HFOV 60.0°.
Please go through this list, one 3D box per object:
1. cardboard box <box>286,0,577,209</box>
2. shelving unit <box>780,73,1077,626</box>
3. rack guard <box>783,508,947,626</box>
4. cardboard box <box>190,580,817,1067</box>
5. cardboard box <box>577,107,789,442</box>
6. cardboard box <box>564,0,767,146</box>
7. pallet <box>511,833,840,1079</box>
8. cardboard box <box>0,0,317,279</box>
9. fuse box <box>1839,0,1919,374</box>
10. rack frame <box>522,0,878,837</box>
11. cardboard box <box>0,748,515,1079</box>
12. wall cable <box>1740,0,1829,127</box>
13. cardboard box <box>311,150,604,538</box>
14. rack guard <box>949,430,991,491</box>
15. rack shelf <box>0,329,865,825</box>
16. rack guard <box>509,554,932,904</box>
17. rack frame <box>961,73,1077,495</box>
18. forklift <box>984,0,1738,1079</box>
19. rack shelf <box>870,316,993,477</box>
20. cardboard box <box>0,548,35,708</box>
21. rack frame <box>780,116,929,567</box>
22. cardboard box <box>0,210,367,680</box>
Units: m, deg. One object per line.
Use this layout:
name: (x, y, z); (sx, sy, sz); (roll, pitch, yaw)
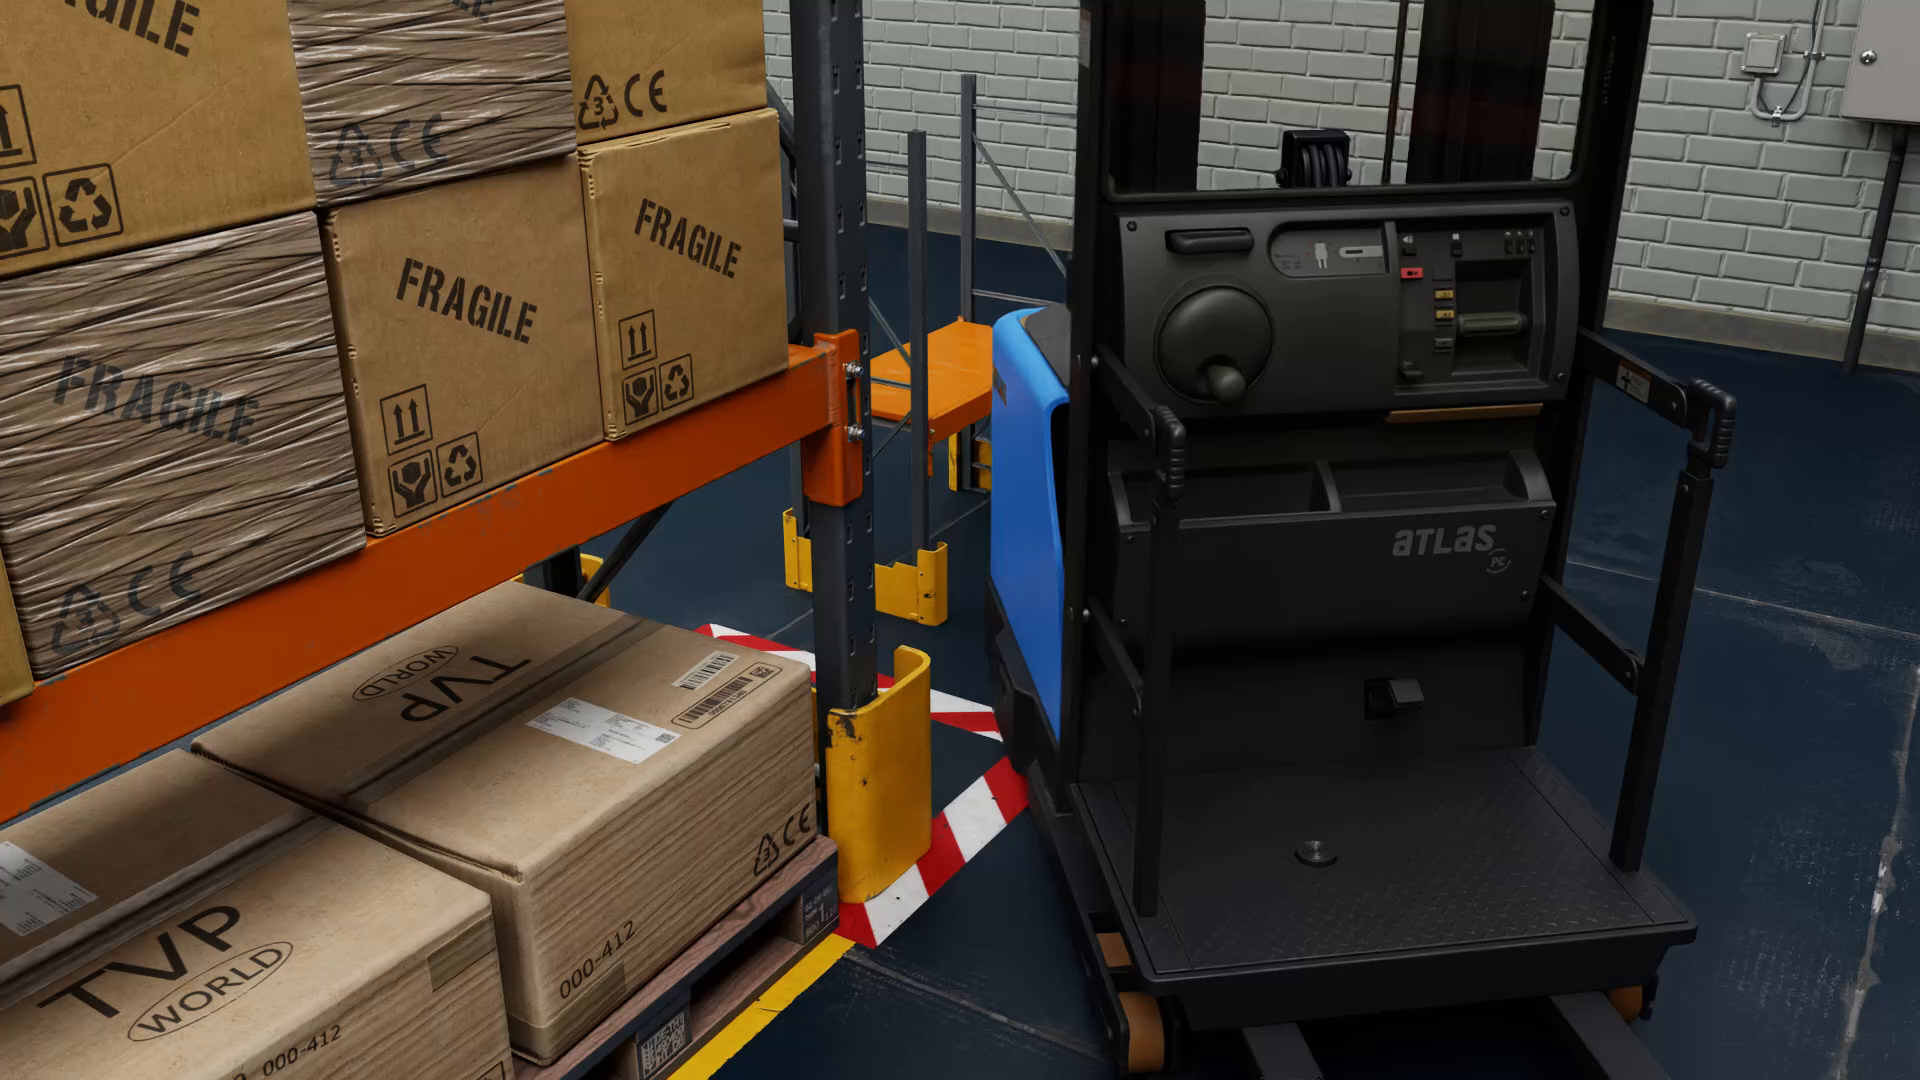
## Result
cardboard box: (-0.946, -0.813, 2.467); (0.500, 0.500, 0.500); (14, 27, 29)
shelving unit: (-0.040, -0.663, 5.393); (0.587, 1.500, 1.083); (14, 27, 29)
rack guard: (-0.303, 0.079, 5.253); (0.587, 0.250, 0.087); (14, 27, 29)
cardboard box: (-0.907, 0.524, 3.461); (0.875, 0.438, 0.875); (13, 27, 27)
cardboard box: (-0.673, -0.531, 3.075); (0.500, 0.500, 0.500); (14, 27, 29)
cardboard box: (-0.696, -0.995, 2.889); (0.500, 0.500, 0.500); (15, 28, 31)
pallet: (-0.999, 0.863, 3.491); (1.003, 0.211, 1.213); (14, 27, 29)
cardboard box: (-1.210, -0.647, 2.083); (0.500, 0.500, 0.500); (14, 27, 29)
fuse box: (4.019, -1.531, 7.132); (0.539, 1.711, 0.414); (14, 27, 29)
rack frame: (-0.644, -0.703, 3.599); (1.000, 3.000, 0.127); (14, 27, 29)
cardboard box: (-1.383, 0.834, 2.744); (0.875, 0.438, 0.875); (15, 27, 30)
wall cable: (3.522, -2.784, 7.127); (0.588, 1.984, 0.122); (14, 27, 29)
cardboard box: (-0.951, -0.365, 2.691); (0.500, 0.500, 0.500); (13, 27, 28)
rack guard: (0.222, -0.257, 6.029); (0.587, 0.250, 0.087); (14, 27, 29)
rack shelf: (-1.699, 0.302, 2.182); (1.077, 0.370, 4.000); (14, 27, 29)
rack guard: (-0.631, 0.436, 4.114); (1.175, 0.500, 0.348); (14, 27, 29)
rack frame: (0.223, -0.831, 5.782); (0.500, 1.500, 0.032); (14, 27, 29)
forklift: (0.802, -0.437, 3.071); (1.130, 2.935, 3.031); (-3, 24, -8)
rack shelf: (-0.045, -0.494, 5.457); (0.538, 0.185, 1.000); (14, 27, 29)
cardboard box: (-1.475, -0.012, 1.876); (0.500, 0.500, 0.500); (15, 27, 30)
rack frame: (-0.313, -0.488, 4.989); (0.500, 1.500, 0.032); (14, 27, 29)
cardboard box: (-1.214, -0.189, 2.285); (0.500, 0.500, 0.500); (15, 27, 30)
